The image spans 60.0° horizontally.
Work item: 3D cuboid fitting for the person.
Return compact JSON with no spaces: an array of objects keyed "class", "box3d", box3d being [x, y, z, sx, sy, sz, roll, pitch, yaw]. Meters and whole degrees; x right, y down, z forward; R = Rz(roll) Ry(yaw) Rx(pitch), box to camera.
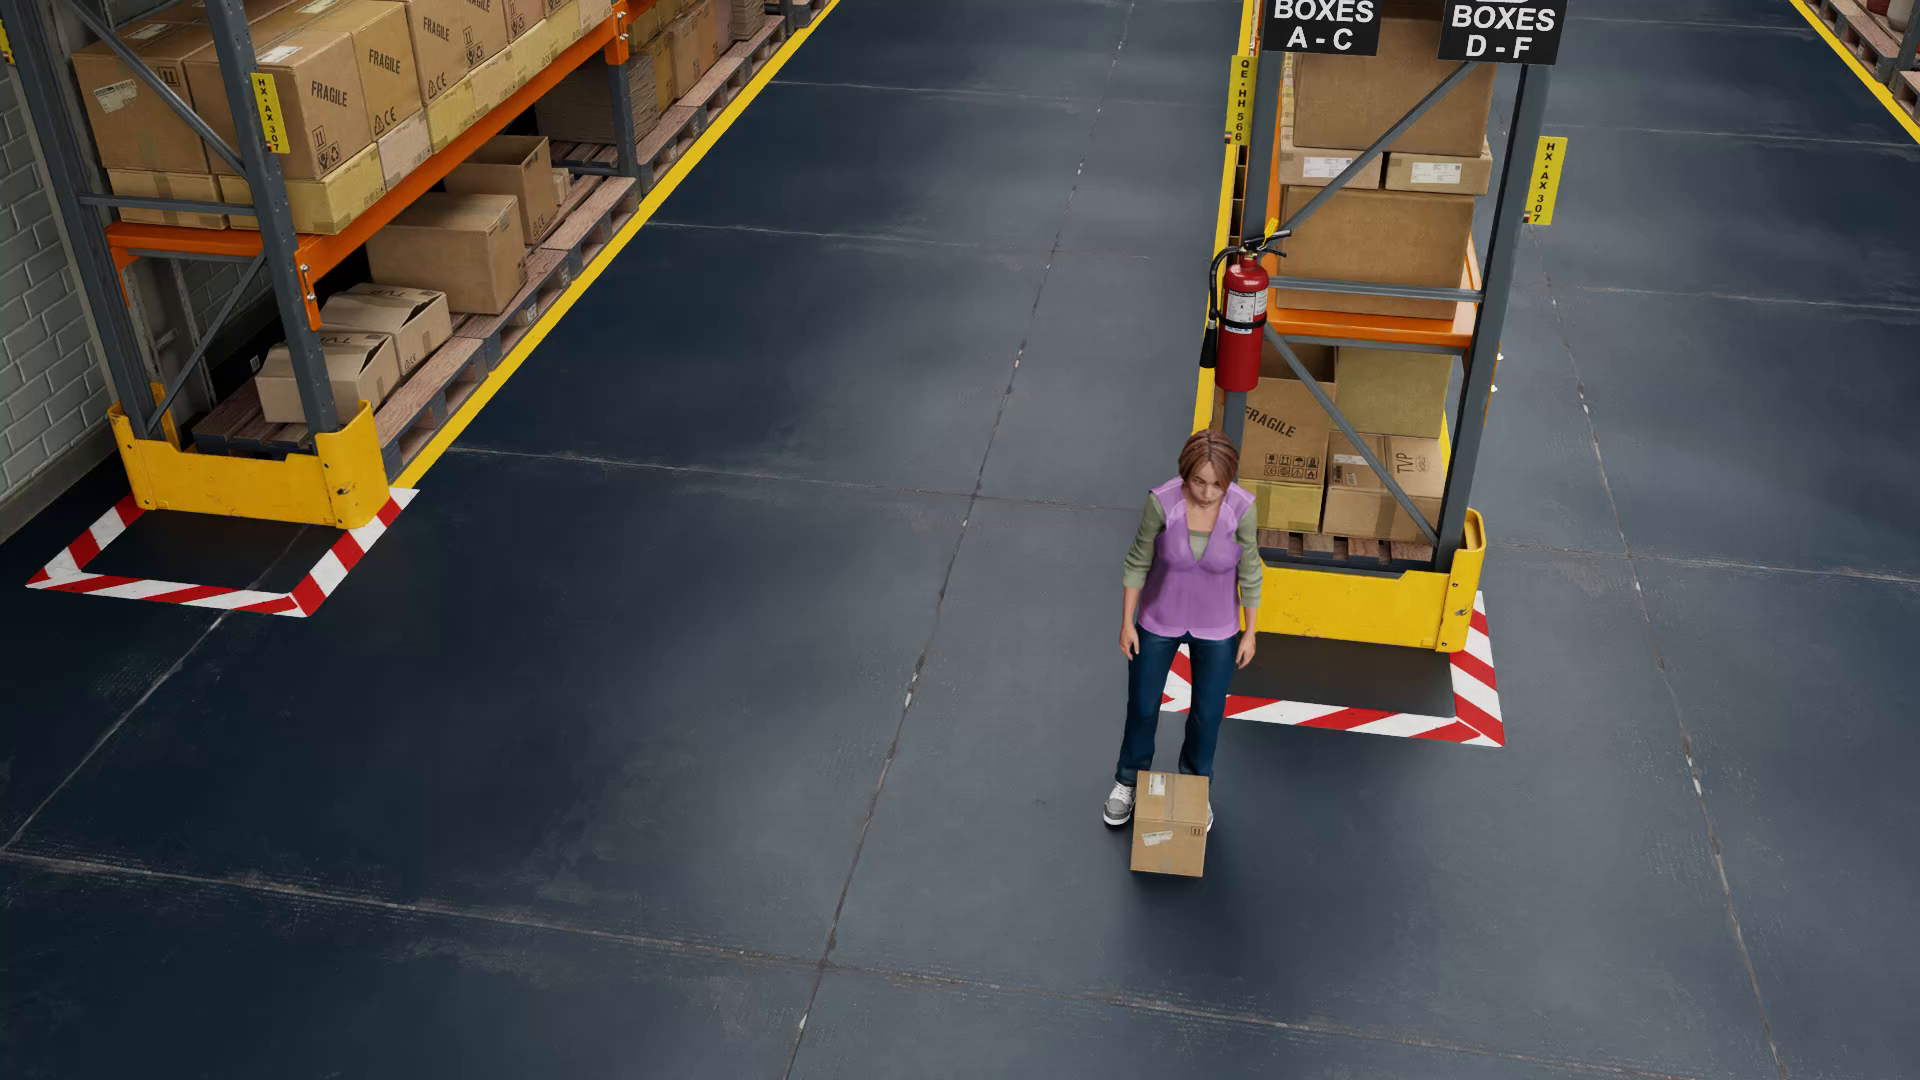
[{"class":"person","box3d":[0.773,0.305,5.675,0.483,1.594,0.341,4,33,6]}]
